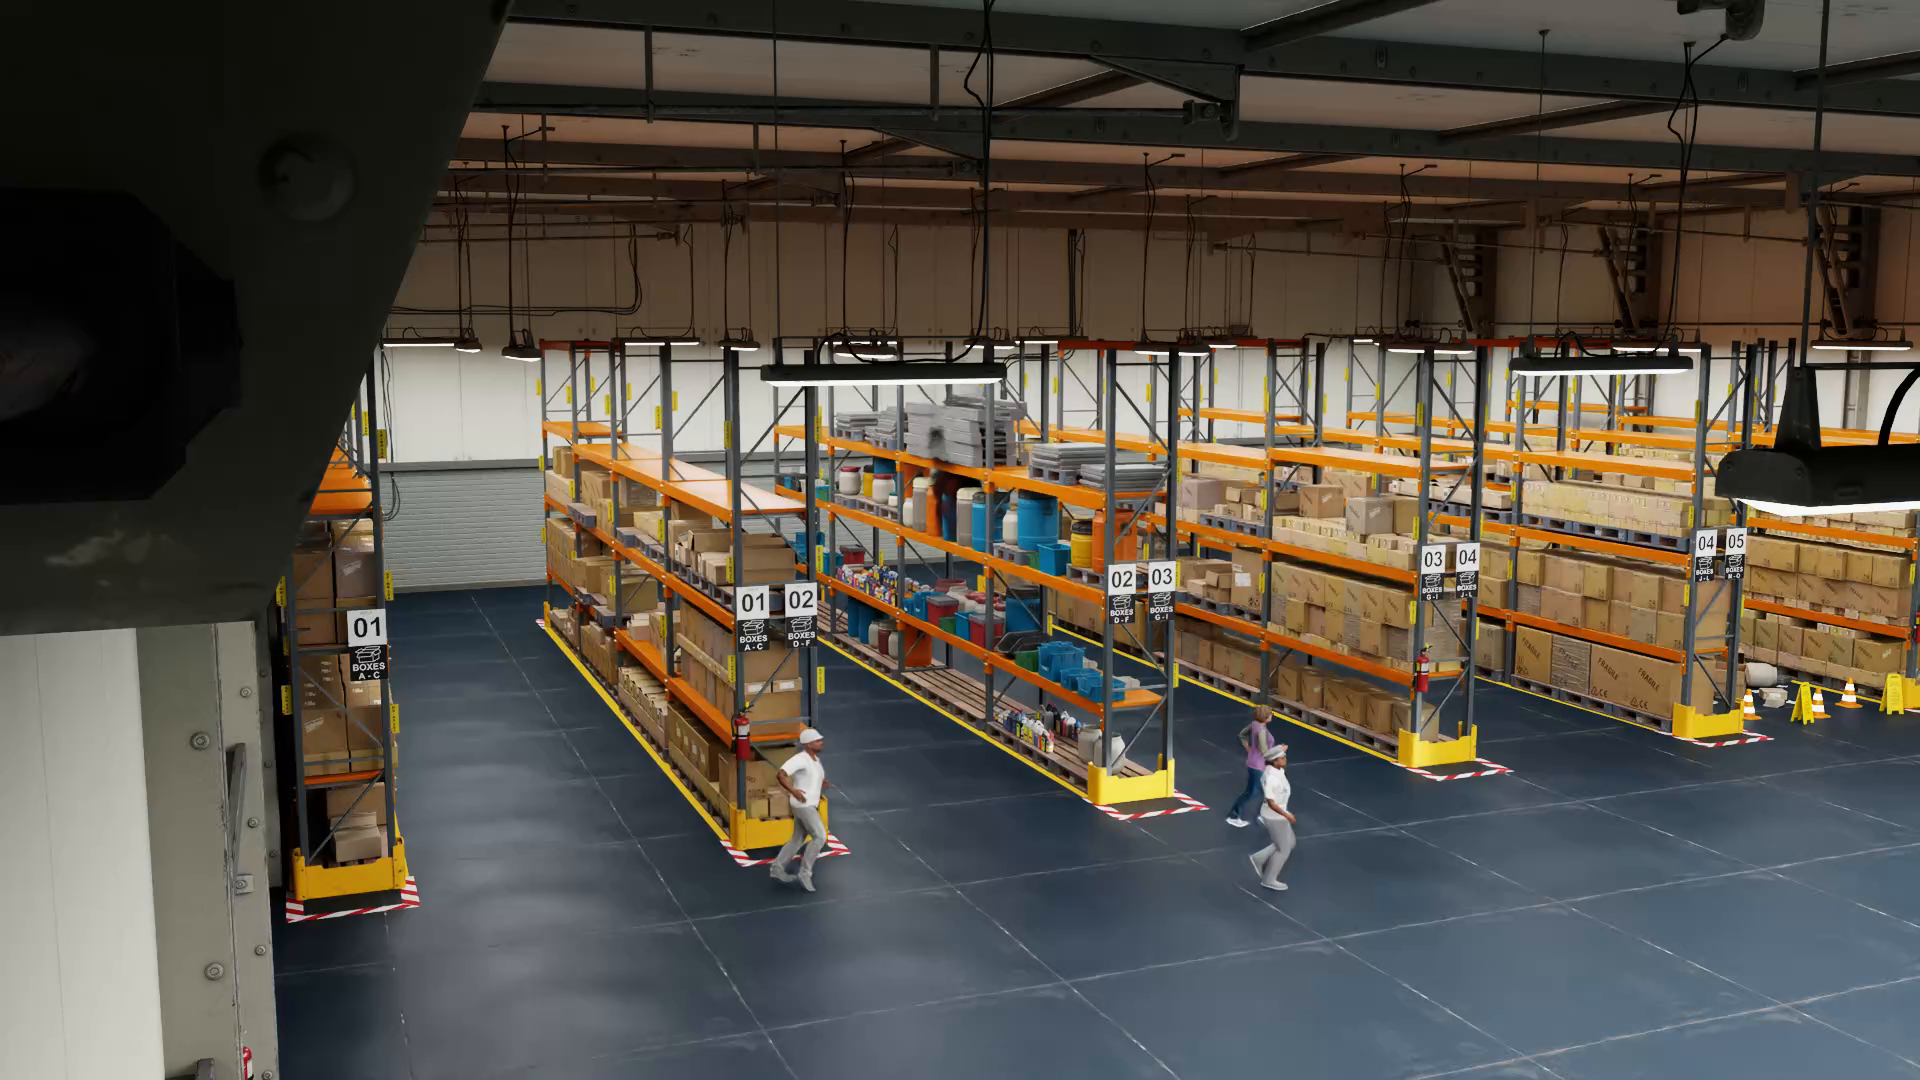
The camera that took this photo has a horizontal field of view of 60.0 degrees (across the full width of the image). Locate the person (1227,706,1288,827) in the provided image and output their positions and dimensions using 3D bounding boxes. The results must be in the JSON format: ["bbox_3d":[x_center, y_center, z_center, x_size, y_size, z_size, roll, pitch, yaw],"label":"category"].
[{"bbox_3d":[3.708,2.852,20.735,0.732,1.620,0.466,2,8,11],"label":"person"}]

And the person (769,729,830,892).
[{"bbox_3d":[-1.808,3.044,18.891,0.676,1.795,0.740,1,7,5],"label":"person"}]

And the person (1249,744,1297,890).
[{"bbox_3d":[3.530,3.099,18.672,0.497,1.669,0.579,1,8,8],"label":"person"}]
